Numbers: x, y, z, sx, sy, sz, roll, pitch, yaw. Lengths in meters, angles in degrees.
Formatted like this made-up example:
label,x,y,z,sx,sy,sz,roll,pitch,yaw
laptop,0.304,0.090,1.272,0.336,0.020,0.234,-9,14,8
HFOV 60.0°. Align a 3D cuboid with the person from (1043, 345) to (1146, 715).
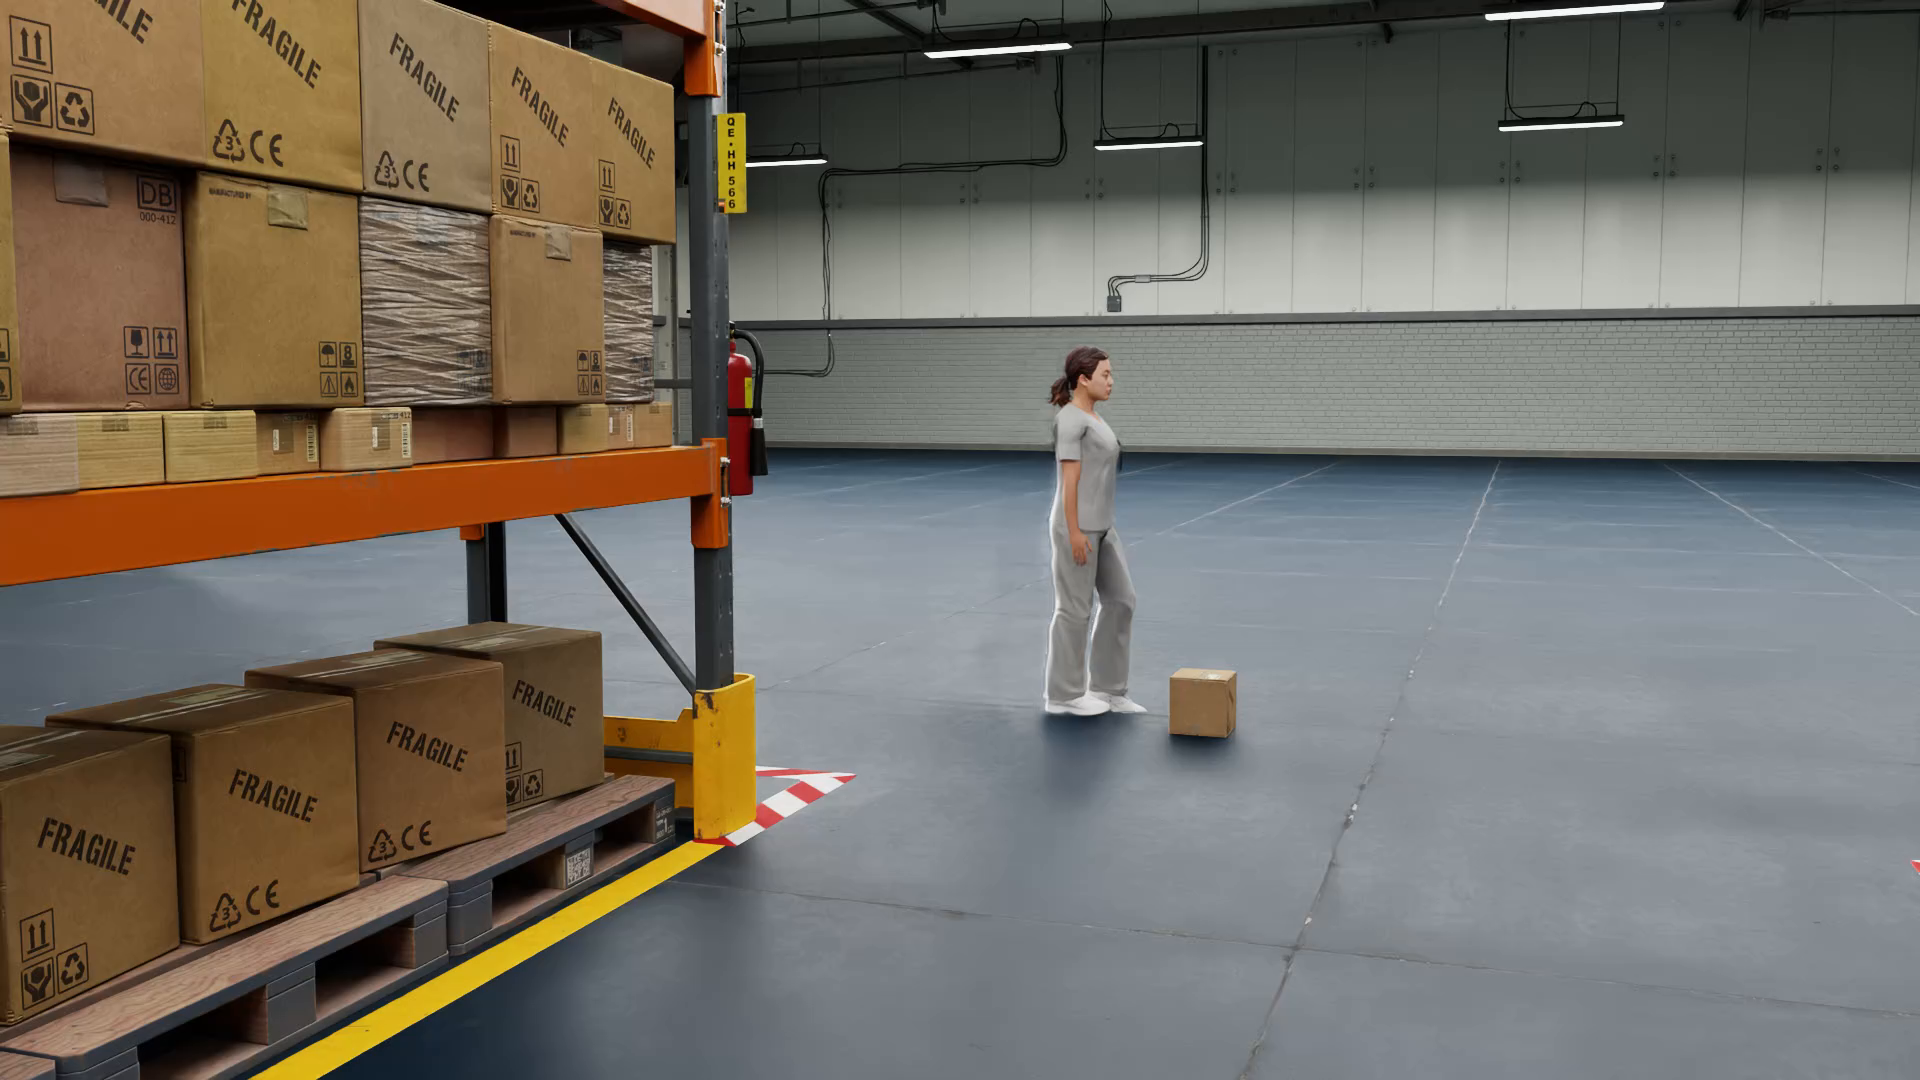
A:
label,x,y,z,sx,sy,sz,roll,pitch,yaw
person,0.599,-0.017,7.526,0.432,1.714,0.457,2,6,21
